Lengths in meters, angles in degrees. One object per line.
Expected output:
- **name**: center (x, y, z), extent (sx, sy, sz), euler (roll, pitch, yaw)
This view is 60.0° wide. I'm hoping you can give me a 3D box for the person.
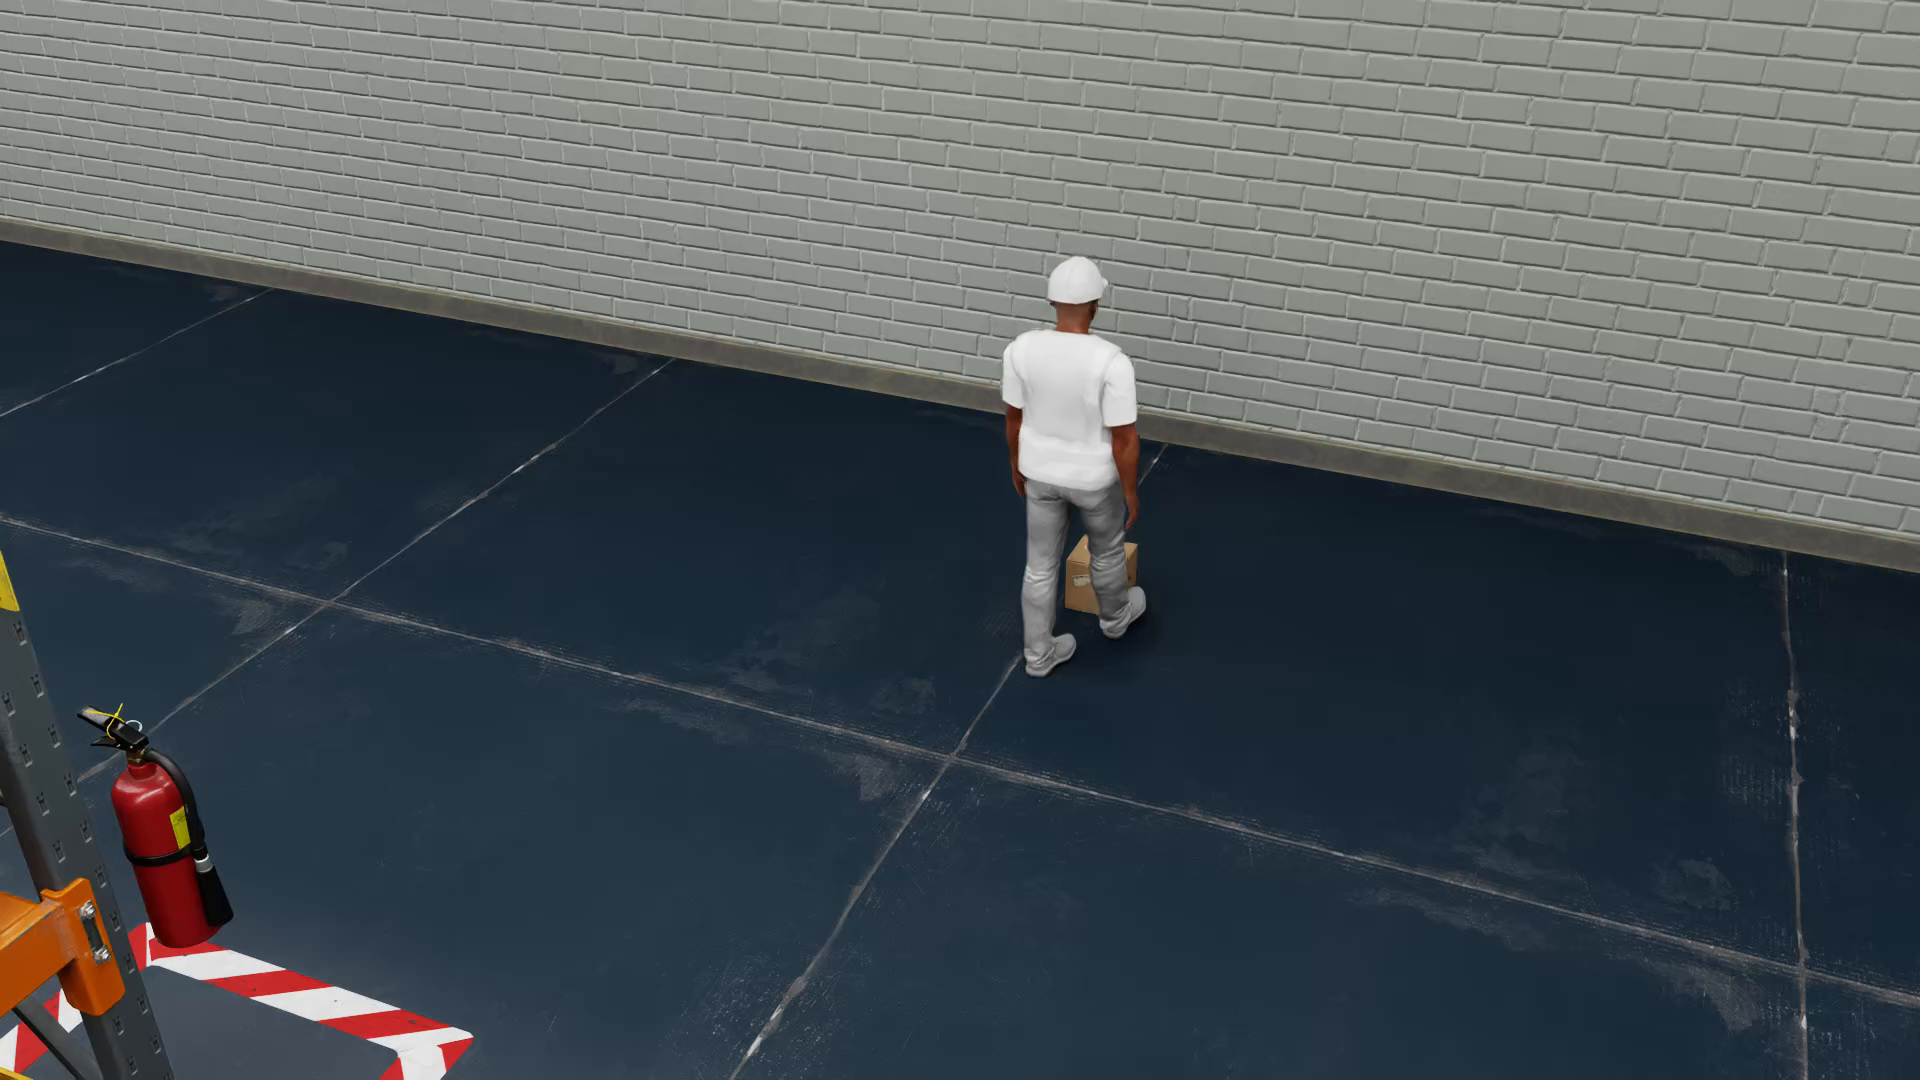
- **person**: center (0.496, -0.334, 6.685), extent (0.577, 1.755, 0.709), euler (11, 31, 18)
